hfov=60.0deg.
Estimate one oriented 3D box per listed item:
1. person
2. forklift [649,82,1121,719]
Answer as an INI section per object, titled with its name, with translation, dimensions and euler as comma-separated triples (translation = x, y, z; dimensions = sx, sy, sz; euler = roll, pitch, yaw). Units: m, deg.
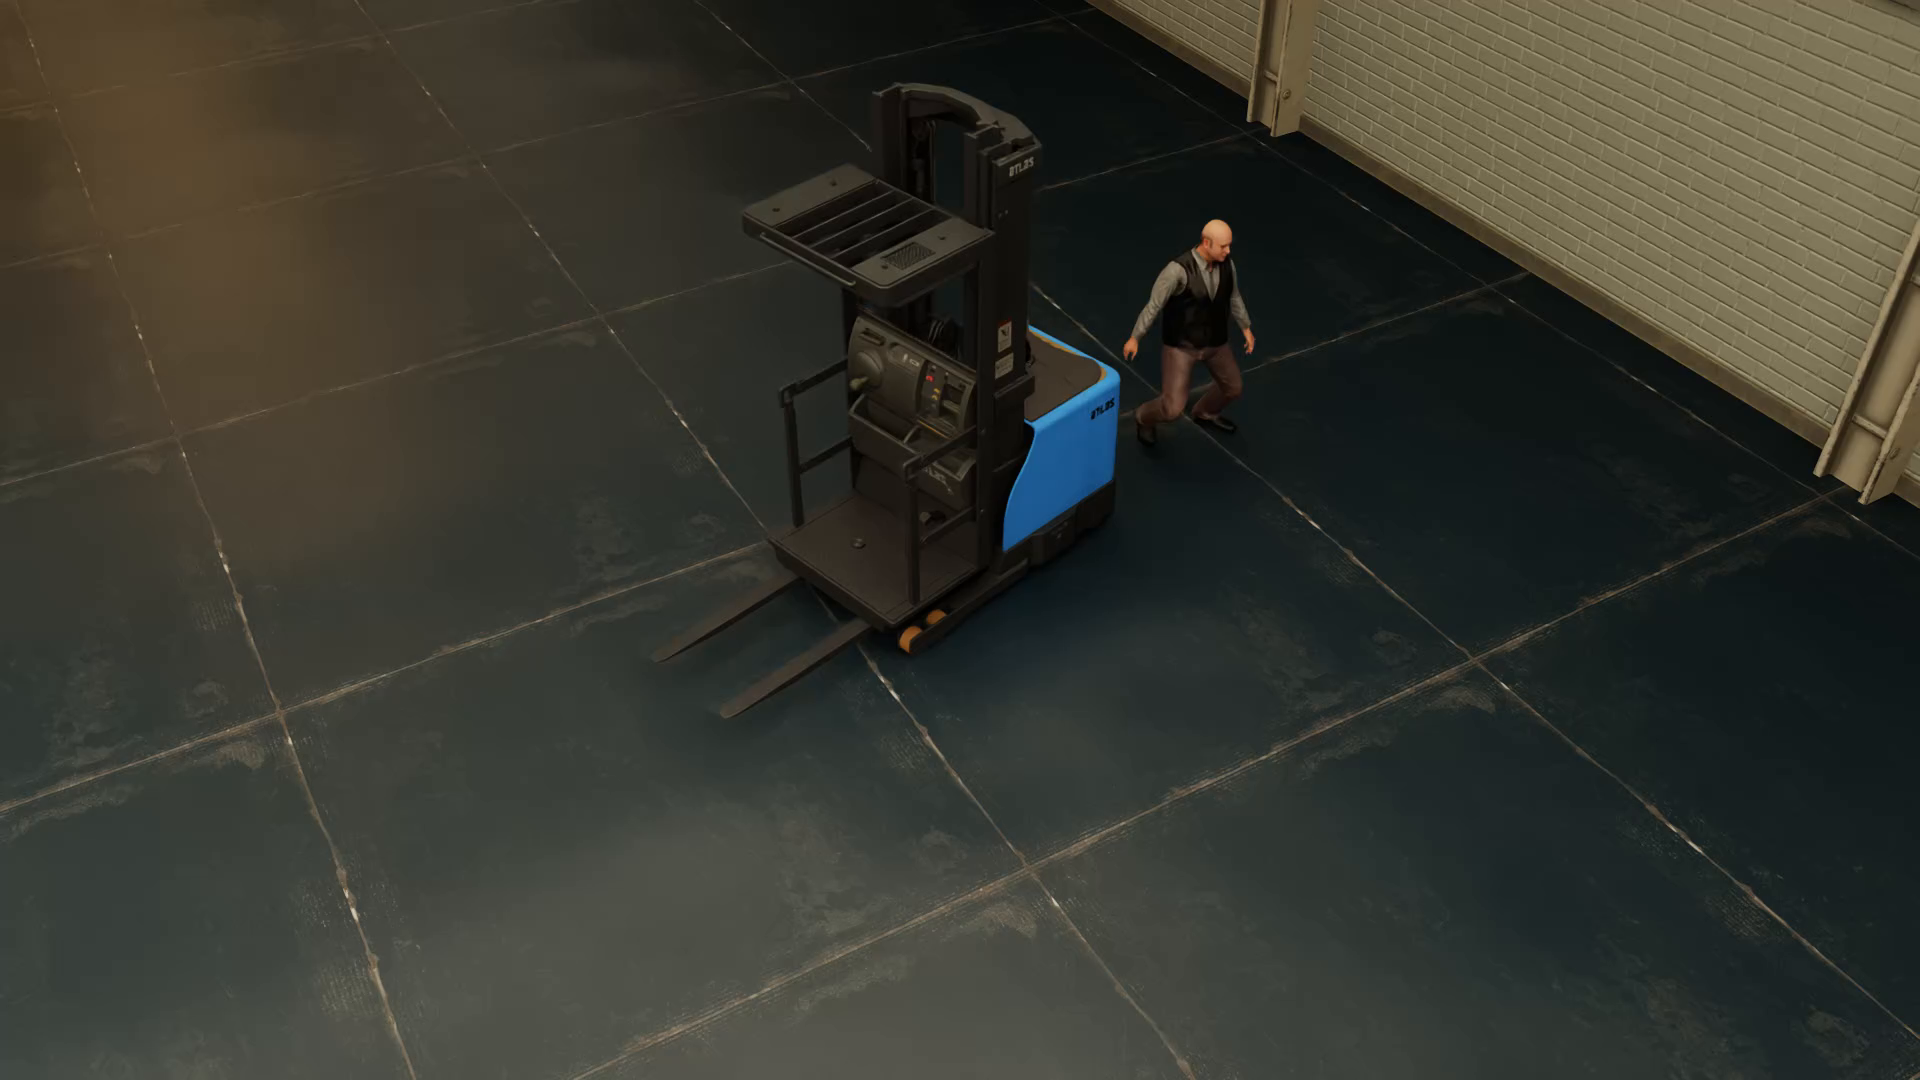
[person]
translation = 1.479, -1.279, 10.606
dimensions = 0.885, 1.634, 0.486
euler = -15, 42, -18
[forklift]
translation = -0.423, -0.843, 9.053
dimensions = 1.130, 2.935, 3.031
euler = 32, 49, 33
